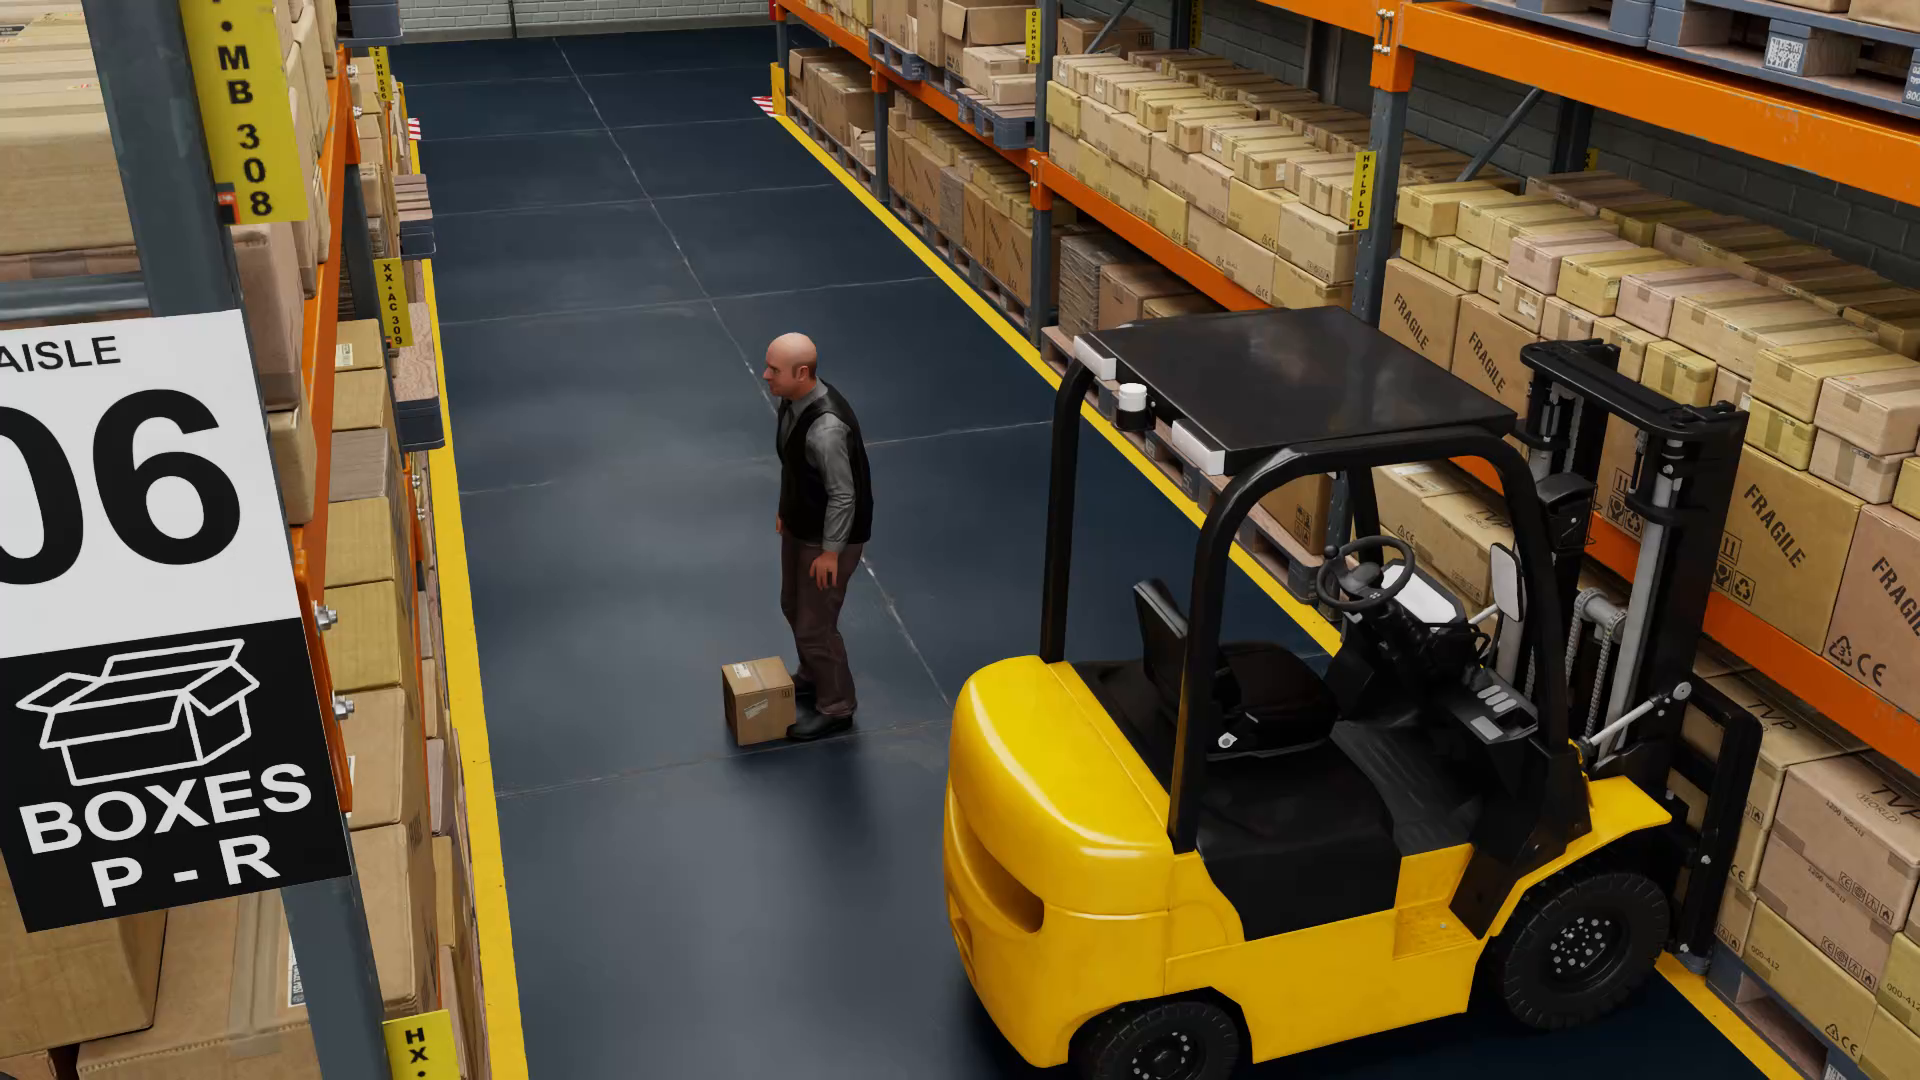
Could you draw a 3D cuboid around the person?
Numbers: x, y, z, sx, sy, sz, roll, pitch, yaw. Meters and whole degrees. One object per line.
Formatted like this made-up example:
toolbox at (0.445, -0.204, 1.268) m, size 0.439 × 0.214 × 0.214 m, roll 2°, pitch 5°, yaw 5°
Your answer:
person at (-0.571, -0.028, 6.699) m, size 0.421 × 1.720 × 0.593 m, roll -10°, pitch 28°, yaw -19°
